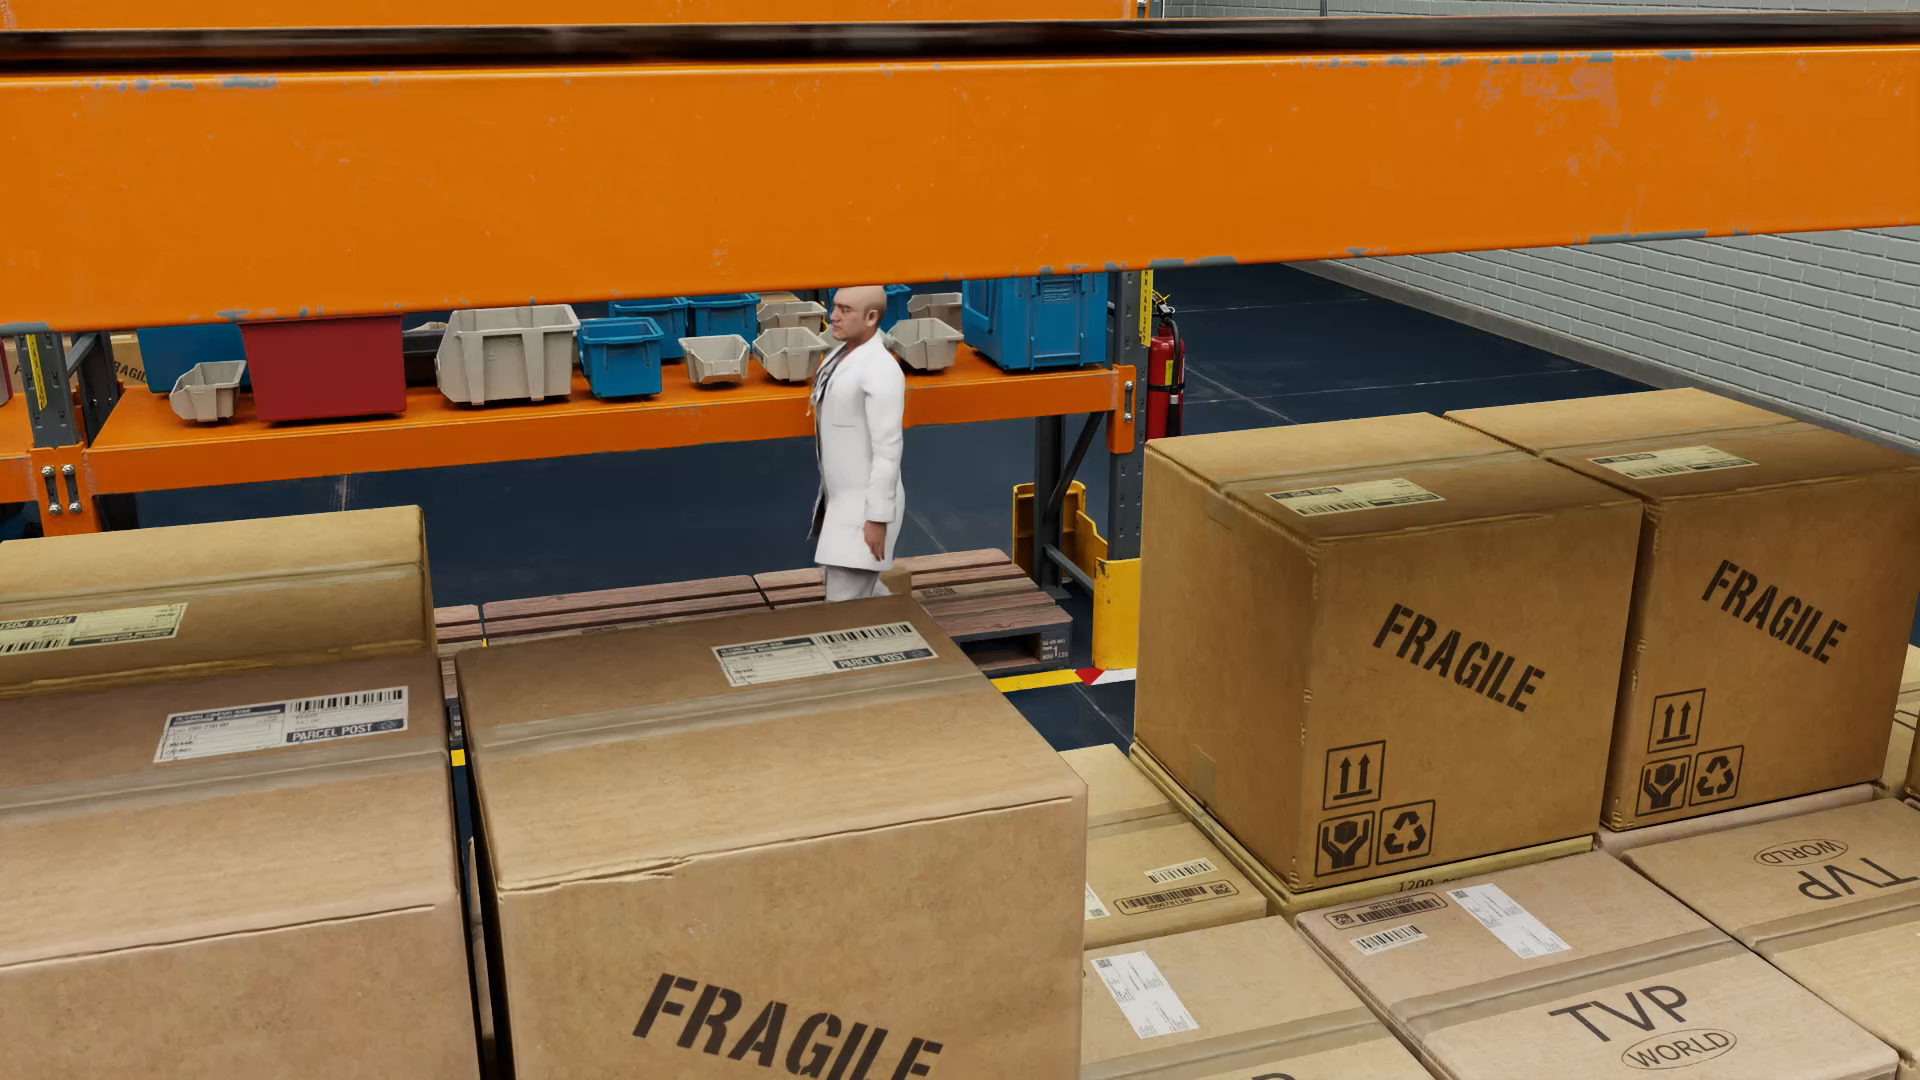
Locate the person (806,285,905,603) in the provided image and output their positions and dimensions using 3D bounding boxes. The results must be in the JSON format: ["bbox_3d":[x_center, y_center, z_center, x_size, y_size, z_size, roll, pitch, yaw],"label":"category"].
[{"bbox_3d":[-0.421,-0.135,6.402,0.789,1.742,0.736,-5,20,-15],"label":"person"}]
